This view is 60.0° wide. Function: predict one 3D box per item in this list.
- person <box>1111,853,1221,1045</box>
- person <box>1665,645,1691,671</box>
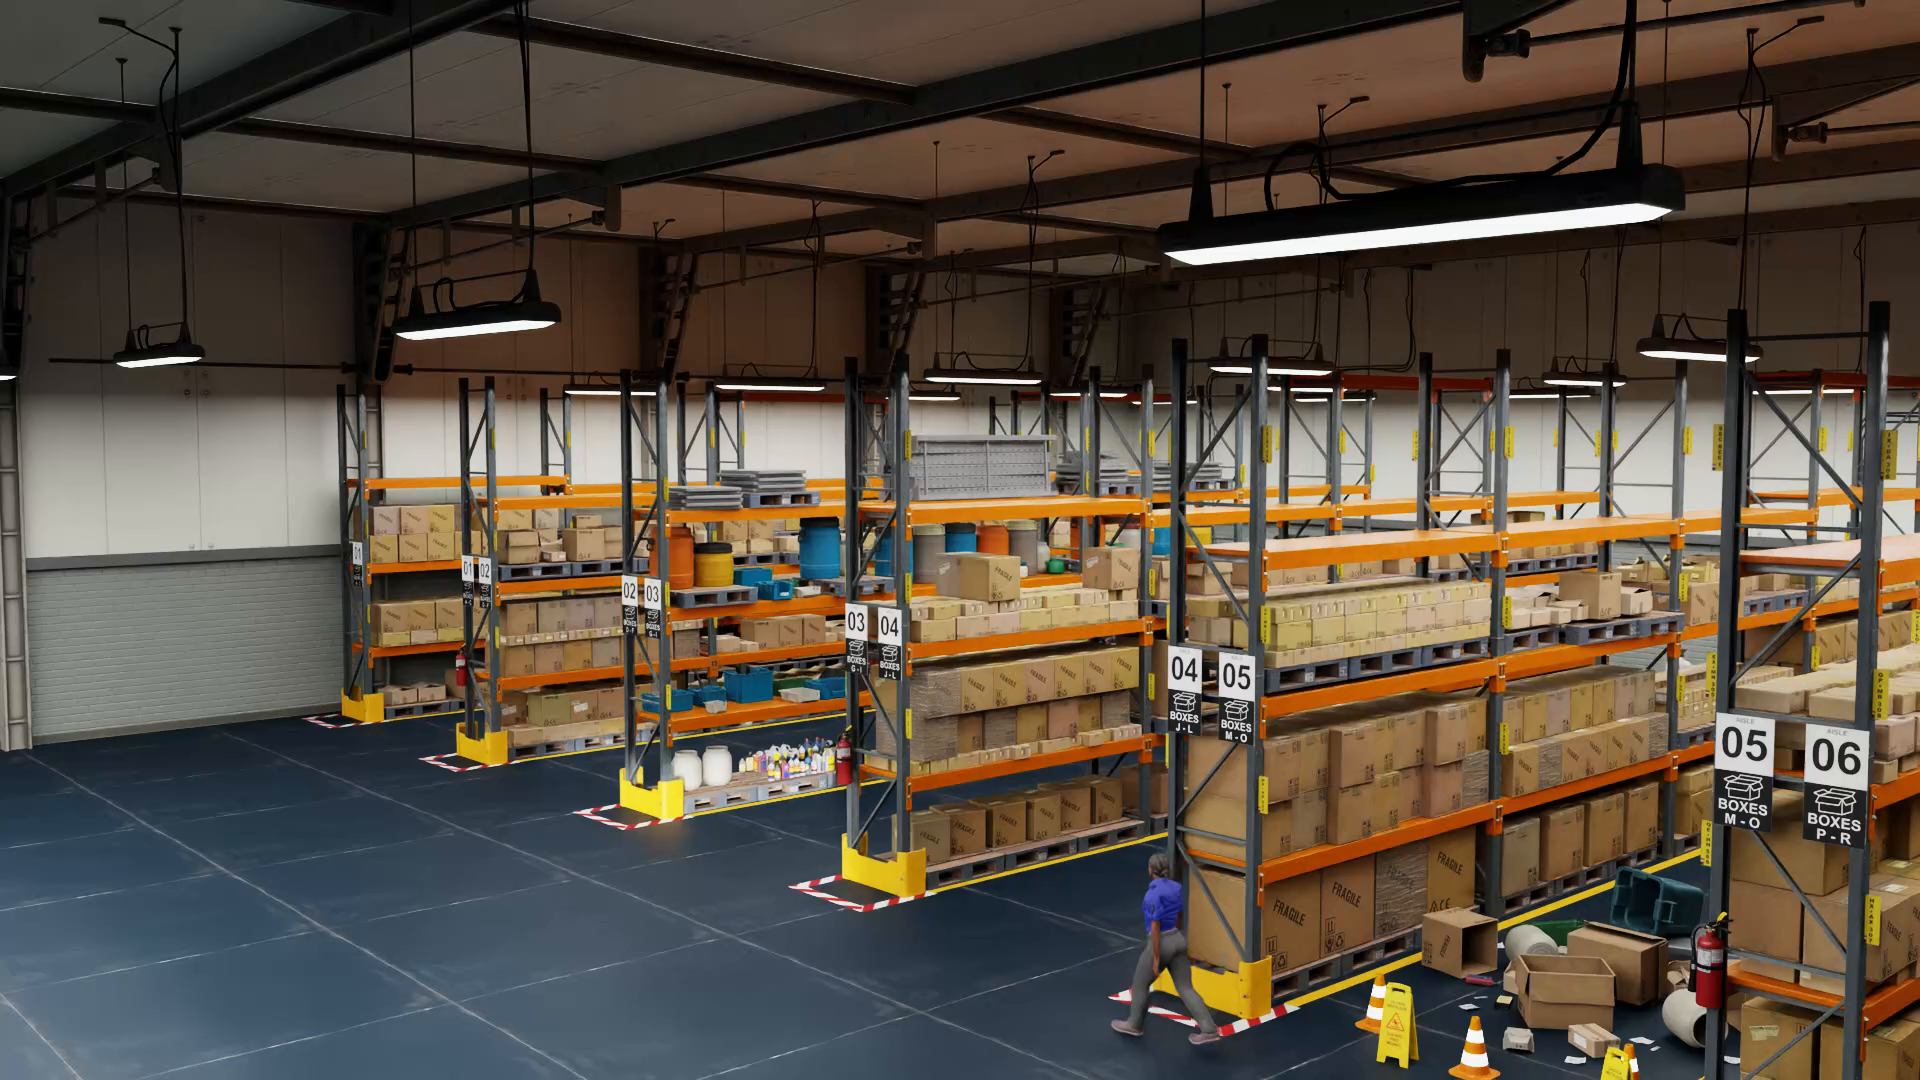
[{"bbox_3d":[1.741,3.433,13.998,1.018,1.601,0.494,3,5,43],"label":"person"},{"bbox_3d":[11.767,2.537,27.251,0.468,1.680,0.547,1,4,14],"label":"person"}]
